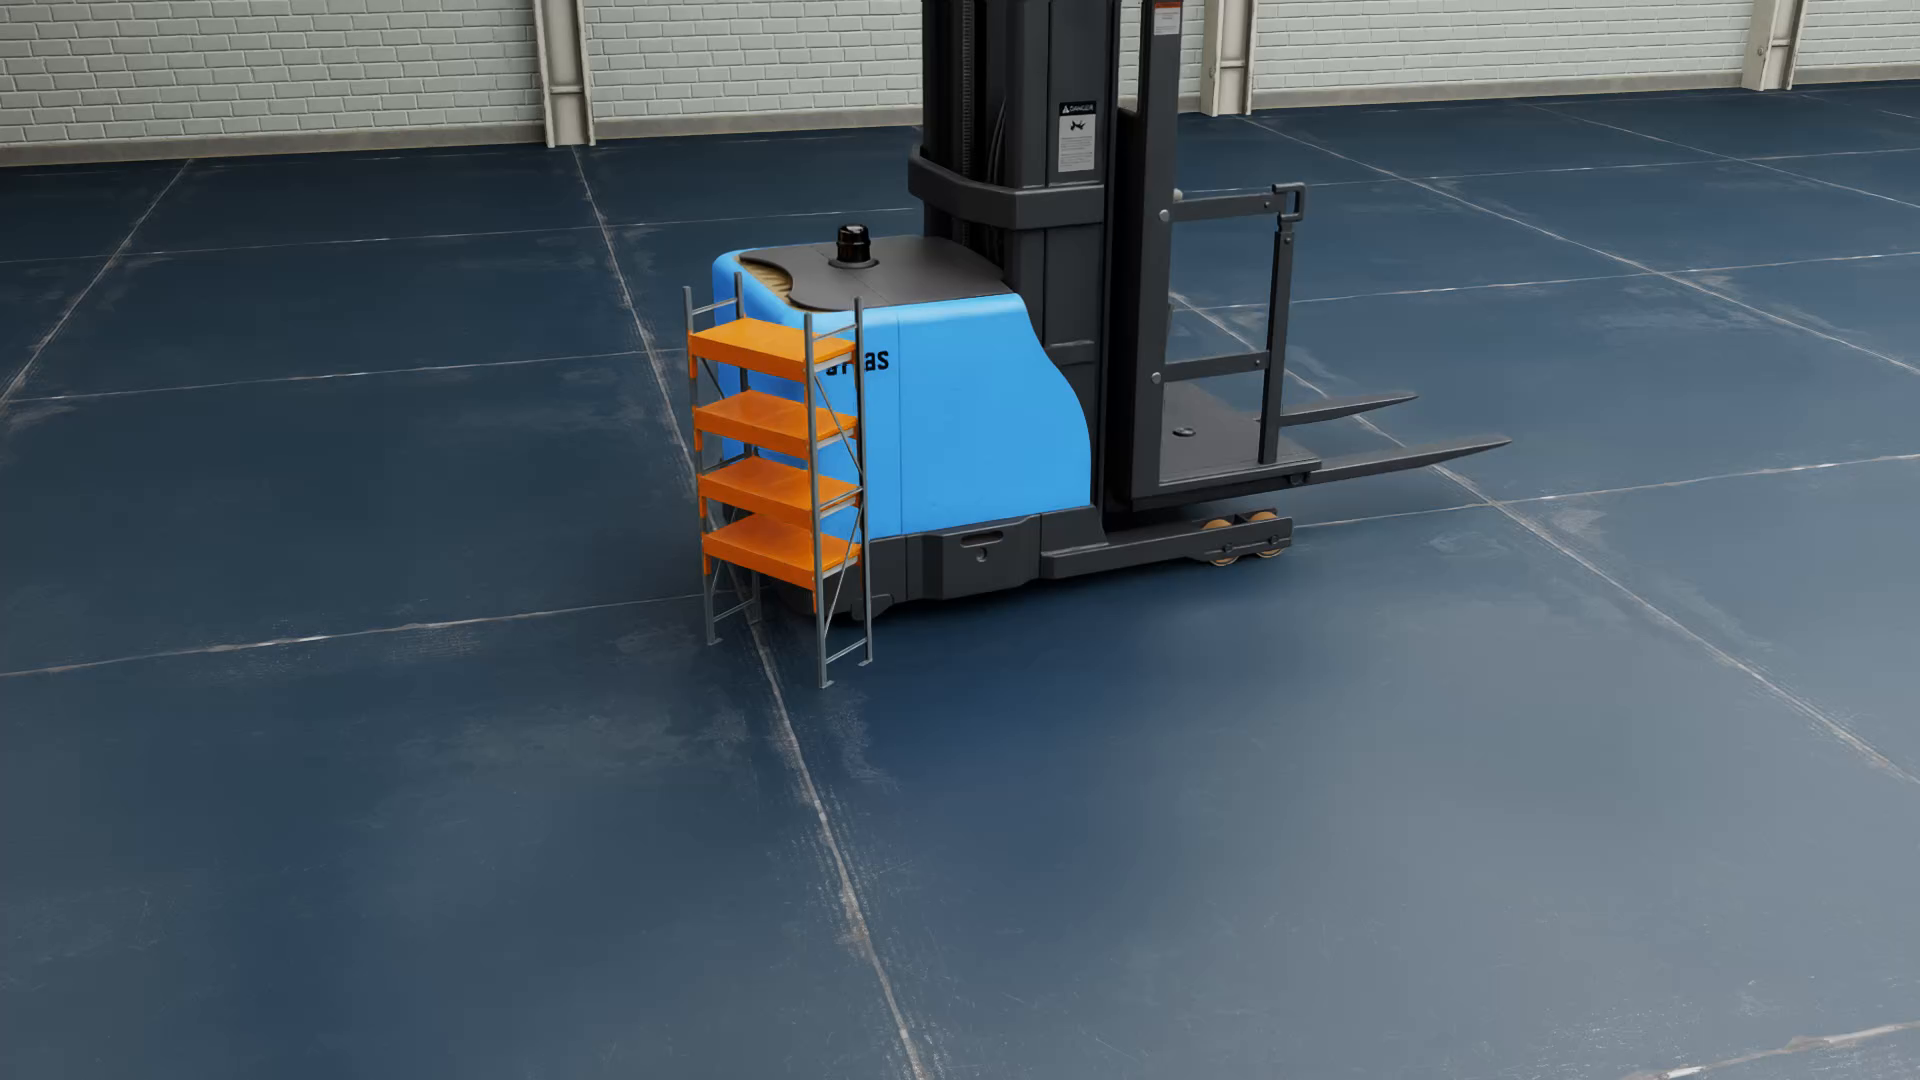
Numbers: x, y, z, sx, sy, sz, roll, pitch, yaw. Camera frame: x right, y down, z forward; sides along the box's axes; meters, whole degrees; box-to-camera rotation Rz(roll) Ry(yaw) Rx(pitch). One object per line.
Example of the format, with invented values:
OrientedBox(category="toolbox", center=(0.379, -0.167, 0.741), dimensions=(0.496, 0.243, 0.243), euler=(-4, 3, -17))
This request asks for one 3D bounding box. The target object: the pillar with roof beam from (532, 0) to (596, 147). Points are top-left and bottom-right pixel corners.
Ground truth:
OrientedBox(category="pillar with roof beam", center=(-2.133, -5.861, 8.498), dimensions=(0.400, 9.000, 9.100), euler=(-6, 24, -14))

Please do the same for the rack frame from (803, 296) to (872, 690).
OrientedBox(category="rack frame", center=(-0.362, -0.125, 5.017), dimensions=(0.015, 1.200, 0.240), euler=(17, 29, 34))

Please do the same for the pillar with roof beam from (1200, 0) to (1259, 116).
OrientedBox(category="pillar with roof beam", center=(3.644, -6.500, 9.987), dimensions=(0.400, 9.000, 9.100), euler=(-6, 24, -14))

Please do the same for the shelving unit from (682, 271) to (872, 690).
OrientedBox(category="shelving unit", center=(-0.556, -0.183, 5.153), dimensions=(0.503, 1.200, 0.258), euler=(17, 29, 34))

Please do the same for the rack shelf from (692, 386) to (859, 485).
OrientedBox(category="rack shelf", center=(-0.556, -0.327, 5.091), dimensions=(0.480, 0.148, 0.258), euler=(17, 29, 34))

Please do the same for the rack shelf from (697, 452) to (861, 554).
OrientedBox(category="rack shelf", center=(-0.556, -0.122, 5.180), dimensions=(0.480, 0.148, 0.258), euler=(17, 29, 34))

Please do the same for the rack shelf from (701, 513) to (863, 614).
OrientedBox(category="rack shelf", center=(-0.555, 0.061, 5.259), dimensions=(0.480, 0.148, 0.258), euler=(17, 29, 34))

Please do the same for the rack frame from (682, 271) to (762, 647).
OrientedBox(category="rack frame", center=(-0.750, -0.242, 5.290), dimensions=(0.015, 1.200, 0.240), euler=(17, 29, 34))

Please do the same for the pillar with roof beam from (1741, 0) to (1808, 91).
OrientedBox(category="pillar with roof beam", center=(9.421, -7.139, 11.476), dimensions=(0.400, 9.000, 9.100), euler=(-6, 24, -14))

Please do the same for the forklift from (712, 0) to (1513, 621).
OrientedBox(category="forklift", center=(0.674, -1.435, 5.877), dimensions=(3.031, 2.935, 1.130), euler=(-9, 25, -20))

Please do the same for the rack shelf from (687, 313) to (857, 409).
OrientedBox(category="rack shelf", center=(-0.557, -0.544, 4.997), dimensions=(0.480, 0.148, 0.258), euler=(17, 29, 34))
